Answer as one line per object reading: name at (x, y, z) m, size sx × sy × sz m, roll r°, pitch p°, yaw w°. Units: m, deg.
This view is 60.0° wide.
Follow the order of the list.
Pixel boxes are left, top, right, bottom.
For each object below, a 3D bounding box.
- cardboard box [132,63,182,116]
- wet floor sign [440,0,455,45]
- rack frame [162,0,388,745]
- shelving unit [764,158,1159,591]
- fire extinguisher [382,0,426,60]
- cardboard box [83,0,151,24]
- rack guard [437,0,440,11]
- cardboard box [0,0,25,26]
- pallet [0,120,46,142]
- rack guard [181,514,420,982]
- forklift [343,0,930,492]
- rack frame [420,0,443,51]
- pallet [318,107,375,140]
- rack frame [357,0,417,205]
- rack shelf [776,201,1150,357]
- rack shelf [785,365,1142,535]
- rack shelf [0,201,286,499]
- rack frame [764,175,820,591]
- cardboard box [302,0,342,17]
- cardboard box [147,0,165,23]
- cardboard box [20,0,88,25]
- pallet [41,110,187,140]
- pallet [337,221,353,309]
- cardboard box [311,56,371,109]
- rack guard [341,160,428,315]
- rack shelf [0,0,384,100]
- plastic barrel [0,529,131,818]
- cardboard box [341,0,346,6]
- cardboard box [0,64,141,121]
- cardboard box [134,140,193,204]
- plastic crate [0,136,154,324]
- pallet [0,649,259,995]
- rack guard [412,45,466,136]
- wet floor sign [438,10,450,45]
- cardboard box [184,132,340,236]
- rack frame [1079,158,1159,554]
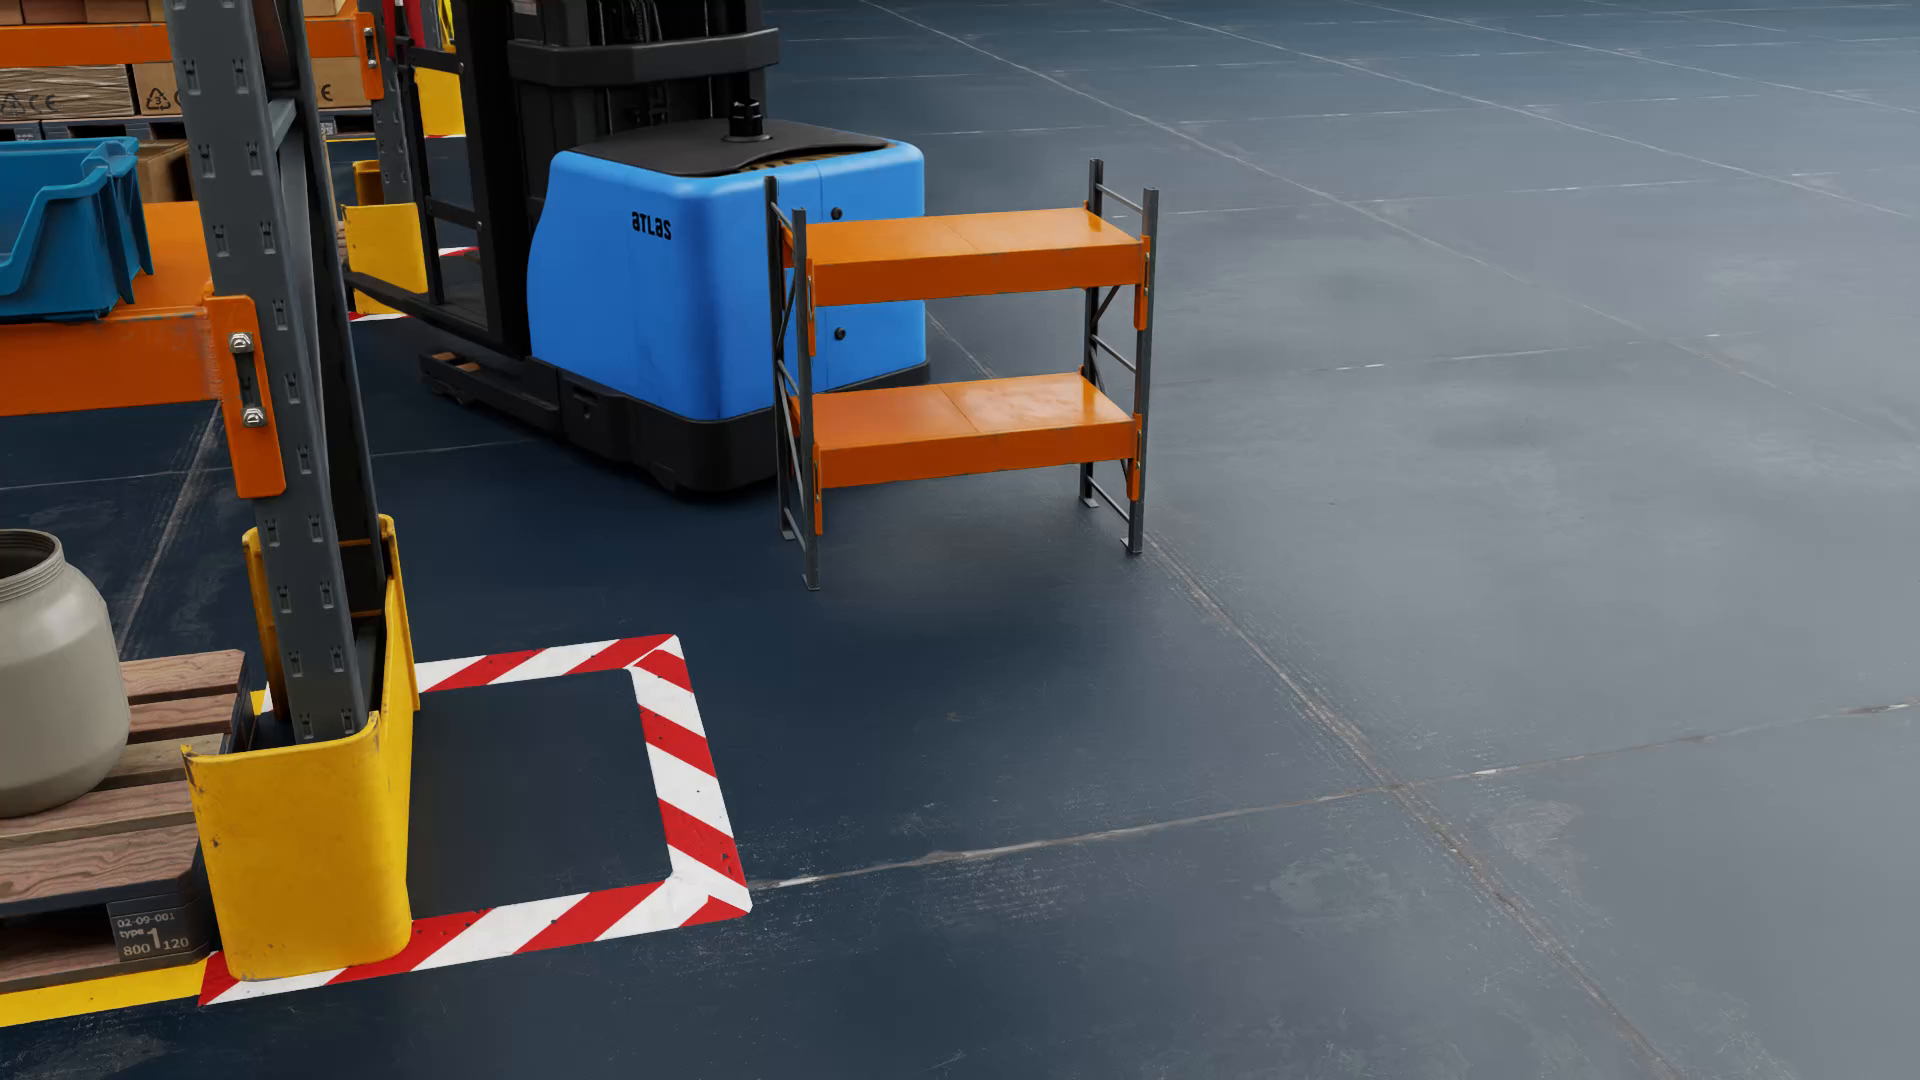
cardboard box at (-5.422, -3.576, 11.942) m, size 0.875 × 0.875 × 0.875 m, roll -7°, pitch 24°, yaw -15°
wet floor sign at (-4.903, -4.952, 15.972) m, size 0.232 × 0.644 × 0.267 m, roll 2°, pitch 23°, yaw 4°
rack frame at (-1.360, -0.777, 3.256) m, size 0.127 × 3.000 × 1.000 m, roll -6°, pitch 24°, yaw -14°
shelving unit at (-0.007, -0.516, 5.027) m, size 1.048 × 1.125 × 0.538 m, roll -6°, pitch 24°, yaw -14°
fire extinguisher at (-2.464, -2.459, 7.275) m, size 0.183 × 0.674 × 0.296 m, roll -6°, pitch 24°, yaw -14°
cardboard box at (-3.629, -2.340, 7.217) m, size 0.250 × 0.149 × 0.380 m, roll -6°, pitch 24°, yaw -14°
rack guard at (-5.448, -5.263, 16.881) m, size 0.348 × 0.500 × 1.175 m, roll -6°, pitch 24°, yaw -14°
cardboard box at (-4.116, -2.294, 7.110) m, size 0.250 × 0.149 × 0.380 m, roll -6°, pitch 24°, yaw -14°
pallet at (-7.039, -2.895, 11.729) m, size 1.213 × 0.211 × 1.003 m, roll -6°, pitch 24°, yaw -14°
rack guard at (-1.421, 0.398, 3.689) m, size 0.348 × 0.500 × 1.175 m, roll -6°, pitch 24°, yaw -14°
forklift at (-1.494, -1.993, 6.178) m, size 1.130 × 2.935 × 3.031 m, roll -21°, pitch 31°, yaw -40°
rack frame at (-3.941, -4.551, 12.052) m, size 0.127 × 3.000 × 1.000 m, roll -6°, pitch 24°, yaw -14°
pallet at (-4.689, -3.155, 12.335) m, size 1.213 × 0.211 × 1.003 m, roll -6°, pitch 24°, yaw -14°
rack frame at (-2.698, -2.657, 7.639) m, size 0.127 × 3.000 × 1.000 m, roll -6°, pitch 24°, yaw -14°
rack shelf at (-0.007, -0.785, 4.911) m, size 1.000 × 0.278 × 0.538 m, roll -6°, pitch 24°, yaw -14°
rack shelf at (-0.007, -0.292, 5.123) m, size 1.000 × 0.278 × 0.538 m, roll -6°, pitch 24°, yaw -14°
rack shelf at (-3.286, -0.233, 2.902) m, size 4.000 × 0.370 × 1.077 m, roll -6°, pitch 24°, yaw -14°
rack frame at (-0.496, -0.462, 4.900) m, size 0.032 × 1.125 × 0.500 m, roll -6°, pitch 24°, yaw -14°
cardboard box at (-2.917, -2.433, 7.435) m, size 0.250 × 0.149 × 0.380 m, roll -6°, pitch 24°, yaw -14°
cardboard box at (-3.385, -2.360, 7.266) m, size 0.250 × 0.149 × 0.380 m, roll -6°, pitch 24°, yaw -14°
cardboard box at (-3.881, -2.329, 7.192) m, size 0.250 × 0.149 × 0.380 m, roll -6°, pitch 24°, yaw -14°
pallet at (-5.862, -3.026, 12.035) m, size 1.213 × 0.211 × 1.003 m, roll -6°, pitch 24°, yaw -14°
pallet at (-3.563, -1.295, 7.999) m, size 1.213 × 0.211 × 1.003 m, roll -6°, pitch 24°, yaw -14°
cardboard box at (-4.576, -3.670, 12.162) m, size 0.875 × 0.875 × 0.875 m, roll -6°, pitch 24°, yaw -14°
rack guard at (-2.771, -1.500, 8.113) m, size 0.348 × 0.500 × 1.175 m, roll -6°, pitch 24°, yaw -14°
rack shelf at (-4.624, -2.114, 7.284) m, size 4.000 × 0.370 × 1.077 m, roll -6°, pitch 24°, yaw -14°
plastic barrel at (-1.973, 0.273, 3.433) m, size 0.421 × 0.512 × 0.421 m, roll 0°, pitch 23°, yaw 0°
cardboard box at (-3.037, -2.602, 7.828) m, size 0.250 × 0.149 × 0.380 m, roll -6°, pitch 24°, yaw -14°
cardboard box at (-6.301, -3.479, 11.717) m, size 0.875 × 0.875 × 0.875 m, roll -6°, pitch 24°, yaw -14°
cardboard box at (-3.870, -1.565, 7.730) m, size 0.500 × 0.500 × 0.500 m, roll 0°, pitch 23°, yaw 0°
plastic crate at (-1.761, -0.542, 2.897) m, size 0.616 × 0.251 × 0.499 m, roll -6°, pitch 24°, yaw -14°
pallet at (-2.204, 0.615, 3.549) m, size 1.213 × 0.211 × 1.003 m, roll -6°, pitch 24°, yaw -14°
rack guard at (-3.918, -3.405, 12.551) m, size 0.348 × 0.500 × 1.175 m, roll -6°, pitch 24°, yaw -14°
wet floor sign at (-4.448, -4.224, 14.276) m, size 0.232 × 0.644 × 0.267 m, roll -11°, pitch 25°, yaw -23°
cardboard box at (-3.304, -1.641, 7.909) m, size 0.500 × 0.500 × 0.500 m, roll -2°, pitch 23°, yaw -5°
rack frame at (0.483, -0.570, 5.153) m, size 0.032 × 1.125 × 0.500 m, roll -6°, pitch 24°, yaw -14°
